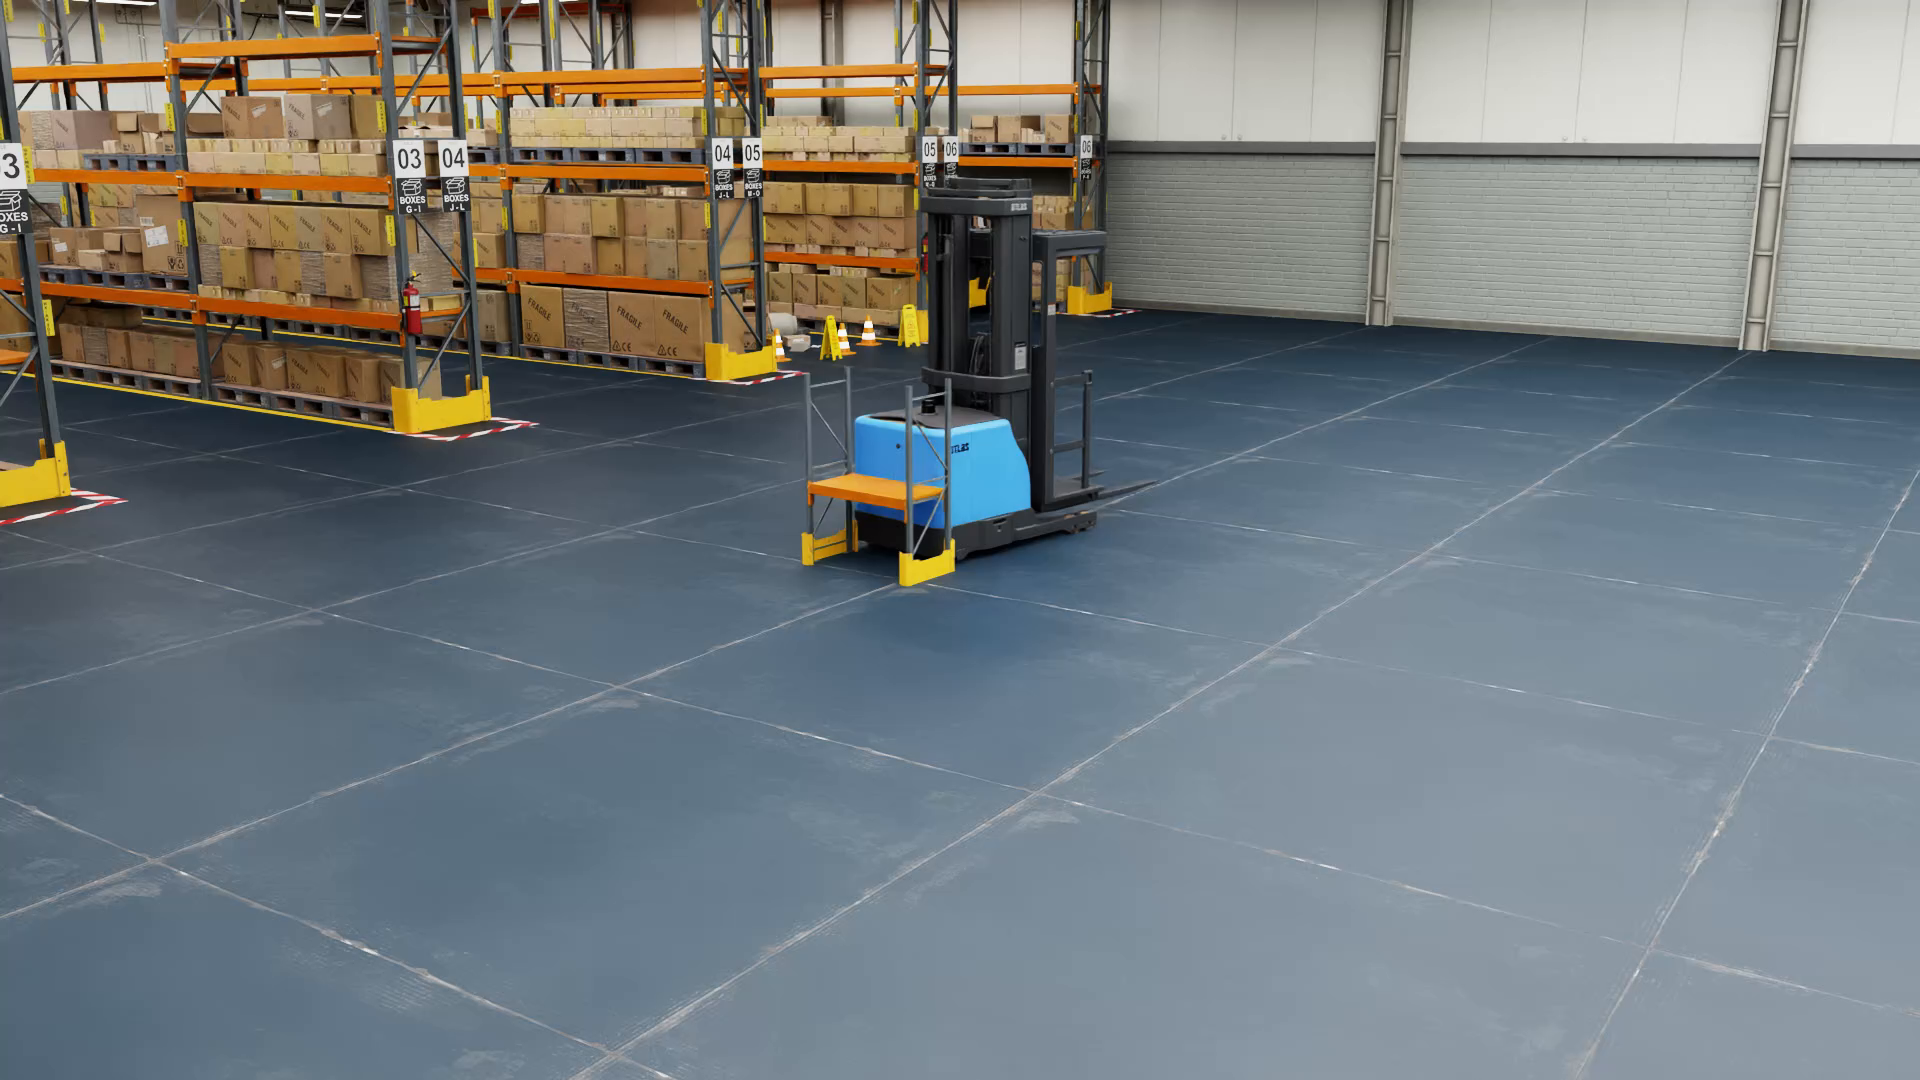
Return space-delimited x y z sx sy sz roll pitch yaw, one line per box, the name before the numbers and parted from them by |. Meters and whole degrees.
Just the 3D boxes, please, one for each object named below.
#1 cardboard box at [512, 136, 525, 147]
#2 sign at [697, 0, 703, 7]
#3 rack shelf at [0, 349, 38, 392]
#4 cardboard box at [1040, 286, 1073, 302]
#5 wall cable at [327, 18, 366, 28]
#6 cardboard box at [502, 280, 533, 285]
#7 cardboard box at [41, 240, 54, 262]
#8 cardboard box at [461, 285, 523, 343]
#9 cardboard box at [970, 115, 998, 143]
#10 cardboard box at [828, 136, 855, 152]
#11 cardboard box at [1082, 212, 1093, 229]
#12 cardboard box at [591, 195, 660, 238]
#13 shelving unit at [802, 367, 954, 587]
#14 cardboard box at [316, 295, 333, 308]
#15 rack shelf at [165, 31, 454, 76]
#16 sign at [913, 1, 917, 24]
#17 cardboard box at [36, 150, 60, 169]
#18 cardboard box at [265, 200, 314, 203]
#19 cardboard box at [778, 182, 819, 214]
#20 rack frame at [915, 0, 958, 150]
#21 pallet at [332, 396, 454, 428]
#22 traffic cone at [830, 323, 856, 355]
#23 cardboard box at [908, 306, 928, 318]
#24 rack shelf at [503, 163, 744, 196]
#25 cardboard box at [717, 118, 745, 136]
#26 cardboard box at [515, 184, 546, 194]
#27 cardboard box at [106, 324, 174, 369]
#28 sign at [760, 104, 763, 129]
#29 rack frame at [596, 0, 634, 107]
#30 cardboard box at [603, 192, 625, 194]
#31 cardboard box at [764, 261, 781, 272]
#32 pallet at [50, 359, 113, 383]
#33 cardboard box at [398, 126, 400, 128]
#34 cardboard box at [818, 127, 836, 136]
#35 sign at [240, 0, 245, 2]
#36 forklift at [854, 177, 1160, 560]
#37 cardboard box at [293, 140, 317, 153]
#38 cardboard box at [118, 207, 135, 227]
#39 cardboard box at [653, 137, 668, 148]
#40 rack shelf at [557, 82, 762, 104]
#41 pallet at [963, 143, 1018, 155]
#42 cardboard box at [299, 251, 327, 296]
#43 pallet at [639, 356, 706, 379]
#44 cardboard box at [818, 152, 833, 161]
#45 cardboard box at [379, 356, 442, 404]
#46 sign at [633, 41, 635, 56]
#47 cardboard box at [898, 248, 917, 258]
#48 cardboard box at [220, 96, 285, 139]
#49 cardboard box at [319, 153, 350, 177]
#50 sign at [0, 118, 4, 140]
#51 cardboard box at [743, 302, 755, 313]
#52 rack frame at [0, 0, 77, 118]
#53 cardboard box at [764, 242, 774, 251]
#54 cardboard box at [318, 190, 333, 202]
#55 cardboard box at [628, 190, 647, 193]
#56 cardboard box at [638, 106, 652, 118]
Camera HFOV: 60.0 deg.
cardboard box | -6.250 -5.756 24.032 0.250 0.149 0.380 9 16 32
sign | -3.357 -7.047 21.456 0.005 0.325 0.100 9 17 33
rack shelf | -10.319 -1.706 15.969 4.000 0.370 1.077 9 17 33
cardboard box | 1.837 -4.610 31.050 0.500 0.250 0.500 9 17 33
wall cable | -14.842 -14.510 42.138 0.133 3.039 2.988 9 17 33
cardboard box | -8.267 -5.225 32.237 0.875 0.875 0.875 9 17 33
cardboard box | -12.784 -4.015 23.593 0.500 0.500 0.500 10 17 34
cardboard box | -6.927 -3.463 25.379 0.750 0.750 1.050 9 17 33
cardboard box | 0.642 -7.753 31.362 0.637 0.503 0.797 10 17 35
cardboard box | -1.789 -6.429 27.003 0.500 0.250 0.500 10 17 34
cardboard box | 2.147 -5.911 31.250 0.500 0.500 0.500 10 17 35
cardboard box | -4.738 -4.607 23.632 0.500 0.550 0.875 9 17 33
shelving unit | -0.639 -0.514 12.777 1.083 1.500 0.587 11 17 37
cardboard box | -7.293 -2.814 19.470 0.250 0.149 0.380 9 17 33
rack shelf | -7.554 -5.604 19.238 4.000 0.370 1.077 9 17 33
sign | -0.691 -8.085 25.482 0.005 0.325 0.100 9 17 33
cardboard box | -11.859 -5.048 22.042 0.500 0.250 0.500 10 17 34
cardboard box | -8.271 -3.917 20.495 0.500 0.500 0.500 9 17 33
cardboard box | -2.626 -5.717 27.768 0.500 0.500 0.700 9 16 32
rack frame | -0.364 -7.662 26.049 0.127 3.000 1.000 9 17 33
pallet | -6.612 -1.547 19.633 1.213 0.211 1.003 9 17 33
traffic cone | -1.778 -3.052 25.191 0.334 0.463 0.336 9 17 33
cardboard box | -0.879 -3.783 27.710 0.500 0.250 0.500 9 17 32
rack shelf | -4.702 -5.125 23.538 4.000 0.370 1.077 9 17 33
cardboard box | -3.300 -5.646 22.756 0.500 0.250 0.500 9 17 33
cardboard box | -8.008 -6.441 31.313 0.500 0.500 0.500 10 17 34
cardboard box | -11.024 -2.615 22.431 0.500 0.500 0.700 11 18 37
sign | -2.728 -5.778 22.697 0.005 0.325 0.100 9 17 33
rack frame | -7.554 -10.262 36.550 0.127 3.000 1.000 9 17 33
cardboard box | -6.470 -6.214 30.984 0.500 0.500 0.500 9 16 31
cardboard box | -3.274 -4.673 28.396 0.250 0.149 0.380 9 17 34
pallet | -11.885 -2.389 23.033 1.213 0.211 1.003 9 17 33
cardboard box | -8.646 -6.407 26.326 0.500 0.311 0.500 9 17 33
cardboard box | -2.101 -6.657 27.093 0.250 0.149 0.380 10 17 34
sign | -8.896 -6.820 20.540 0.005 0.325 0.100 9 17 33
forklift | 0.524 -1.547 13.975 1.130 2.935 3.031 13 19 43
cardboard box | -7.375 -4.502 19.008 0.250 0.149 0.380 8 16 30
cardboard box | -14.817 -5.771 30.067 0.500 0.500 0.500 9 16 31
cardboard box | -3.930 -5.381 22.519 0.250 0.149 0.380 9 17 34
rack shelf | -5.343 -7.924 29.434 4.000 0.370 1.077 9 17 33
pallet | 0.814 -7.417 31.485 1.213 0.211 1.003 9 17 33
cardboard box | -7.209 -3.165 19.540 0.500 0.500 0.875 9 17 33
pallet | -3.750 -2.488 23.434 1.213 0.211 1.003 9 17 33
cardboard box | -2.116 -6.274 27.204 0.250 0.149 0.380 9 16 32
cardboard box | -6.404 -1.852 19.390 0.500 0.500 0.500 13 19 43
sign | -7.249 -10.904 36.869 0.005 0.325 0.100 9 17 33
cardboard box | -0.794 -4.636 26.831 0.250 0.149 0.380 10 17 35
cardboard box | -8.698 -5.193 20.448 0.500 0.500 0.500 9 16 31
cardboard box | -6.853 -4.238 18.770 0.500 0.250 0.500 9 17 33
sign | -12.850 -5.483 22.247 0.005 0.325 0.100 9 17 33
cardboard box | -3.553 -3.660 27.561 0.500 0.500 0.500 -4 14 -16
rack frame | -12.533 -6.759 22.401 0.127 3.000 1.000 9 17 33
cardboard box | -3.125 -5.005 28.324 0.250 0.149 0.380 9 17 33
cardboard box | -12.968 -7.241 34.542 0.500 0.500 0.500 9 16 31
cardboard box | -6.848 -7.423 36.486 0.500 0.500 0.700 9 17 33
cardboard box | -4.146 -5.803 22.563 0.250 0.149 0.380 10 17 34
